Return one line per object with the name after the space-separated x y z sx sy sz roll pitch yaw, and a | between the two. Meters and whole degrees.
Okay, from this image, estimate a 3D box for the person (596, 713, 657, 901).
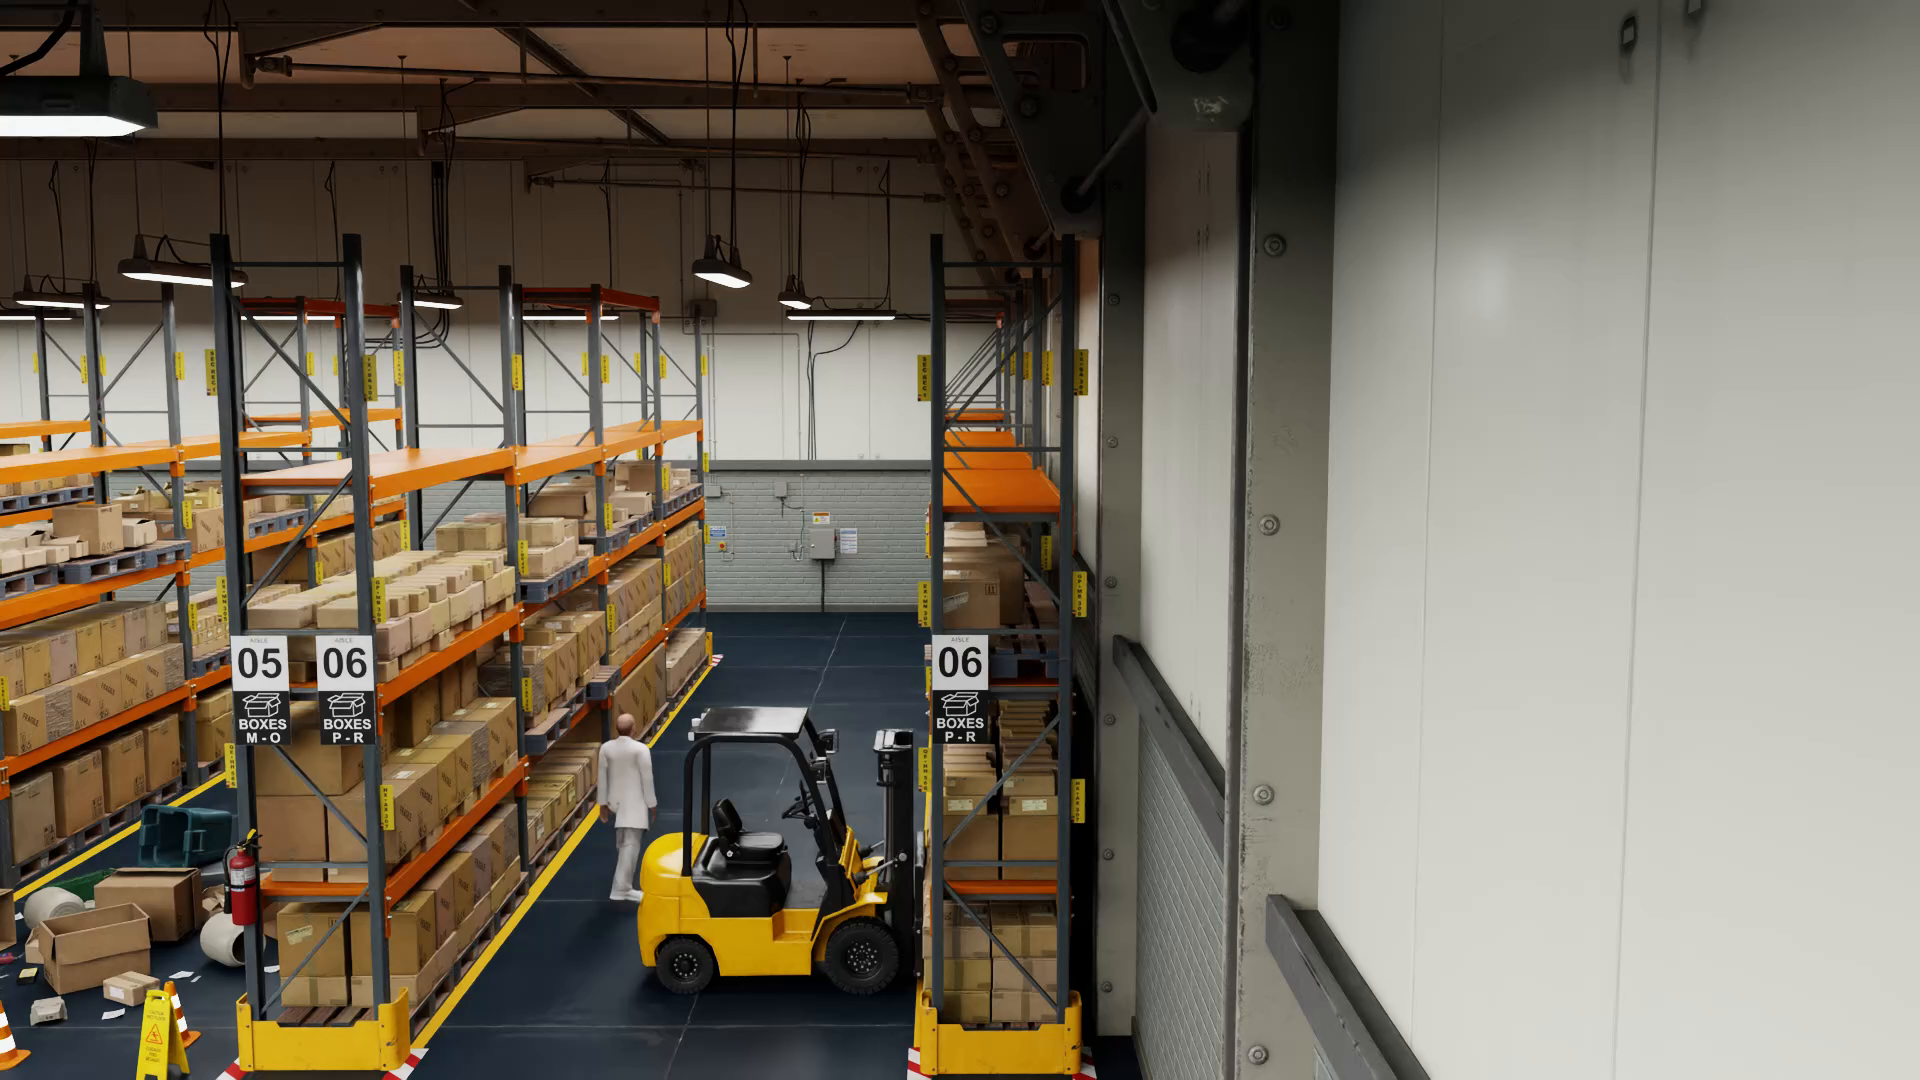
-3.179 2.513 15.934 0.650 1.700 1.027 2 7 16 | person
